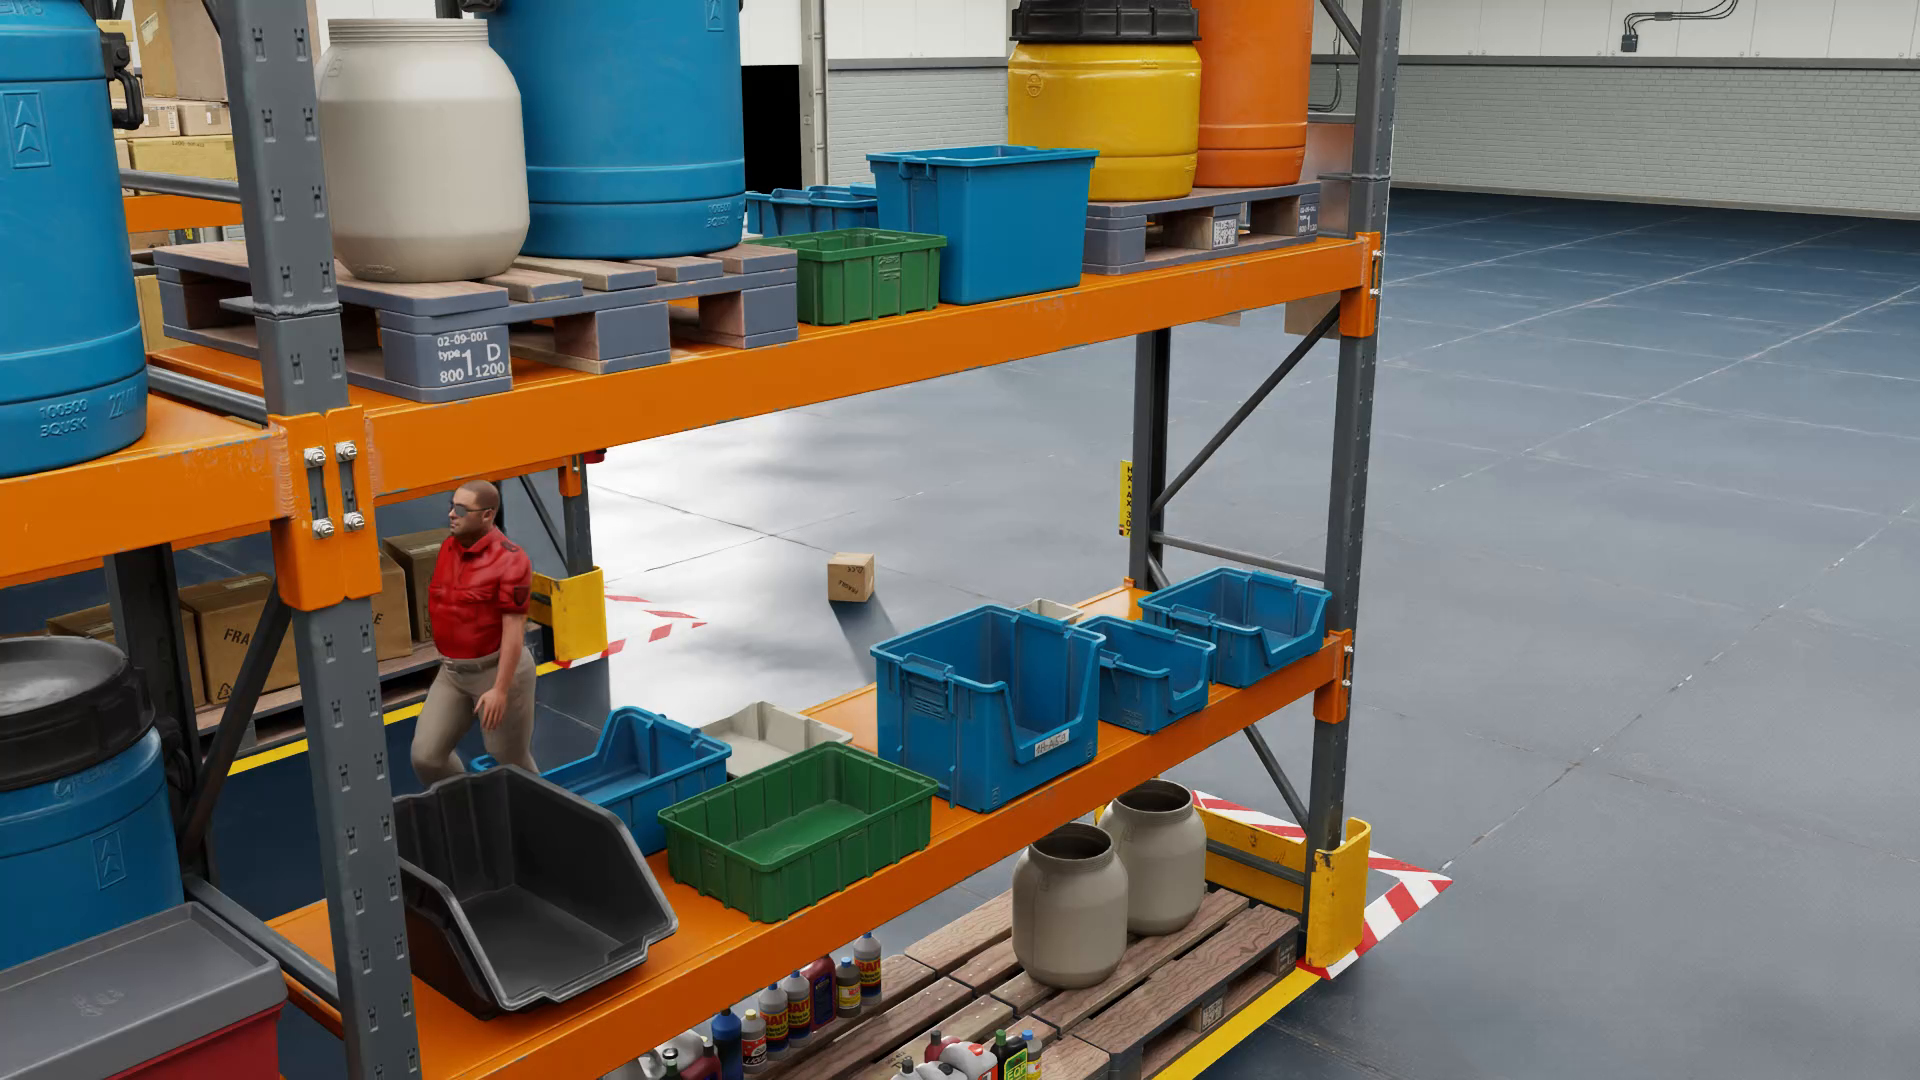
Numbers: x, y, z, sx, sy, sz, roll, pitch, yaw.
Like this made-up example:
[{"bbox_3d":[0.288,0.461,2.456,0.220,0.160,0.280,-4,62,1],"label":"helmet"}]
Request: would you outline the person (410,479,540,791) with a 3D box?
[{"bbox_3d":[-2.038,0.625,7.062,0.527,1.786,0.506,9,19,27],"label":"person"}]
